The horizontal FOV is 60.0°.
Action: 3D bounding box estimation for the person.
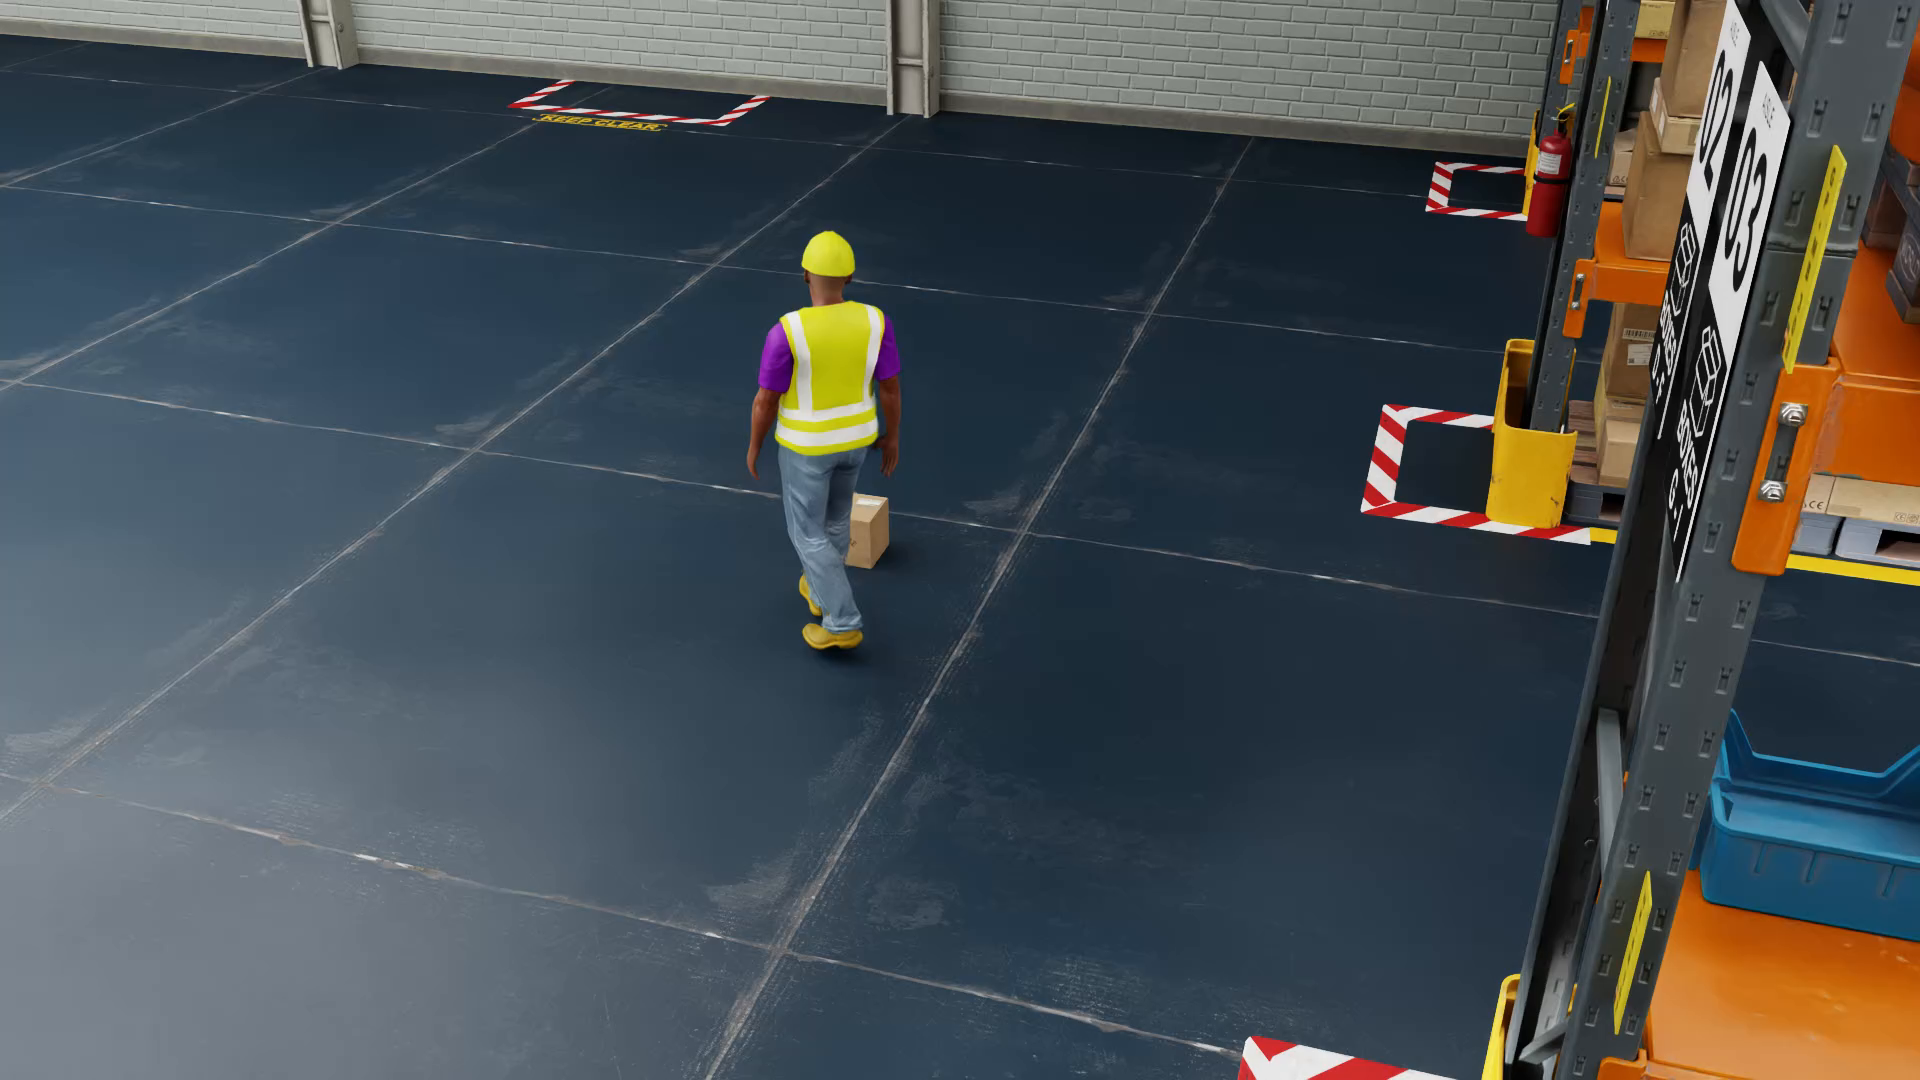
[{"bbox_3d":[-0.558,-0.407,6.827,0.608,1.767,0.707,-16,33,-27],"label":"person"}]
